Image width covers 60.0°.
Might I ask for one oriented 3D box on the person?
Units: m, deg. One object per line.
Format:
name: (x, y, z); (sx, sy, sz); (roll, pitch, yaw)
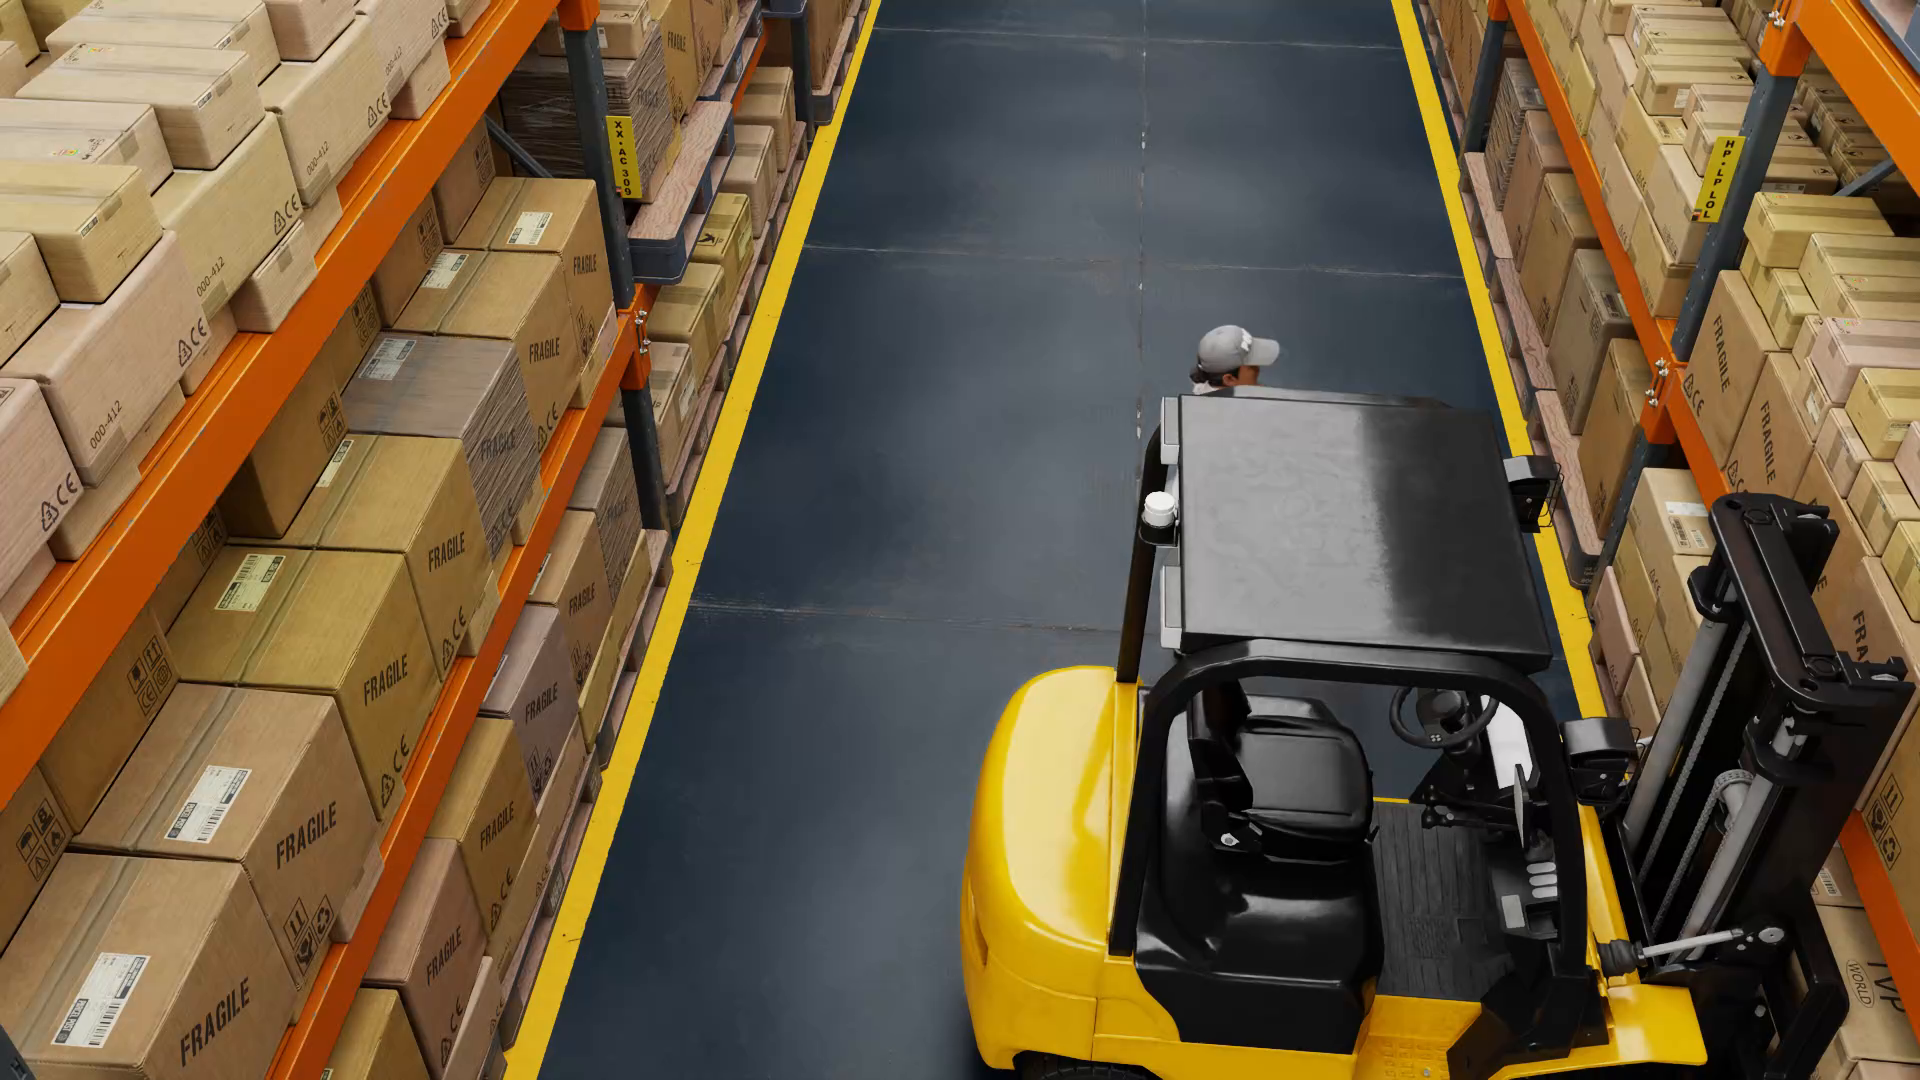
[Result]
person: (1.060, -0.080, 6.257); (0.535, 1.653, 0.452); (4, 40, 4)
